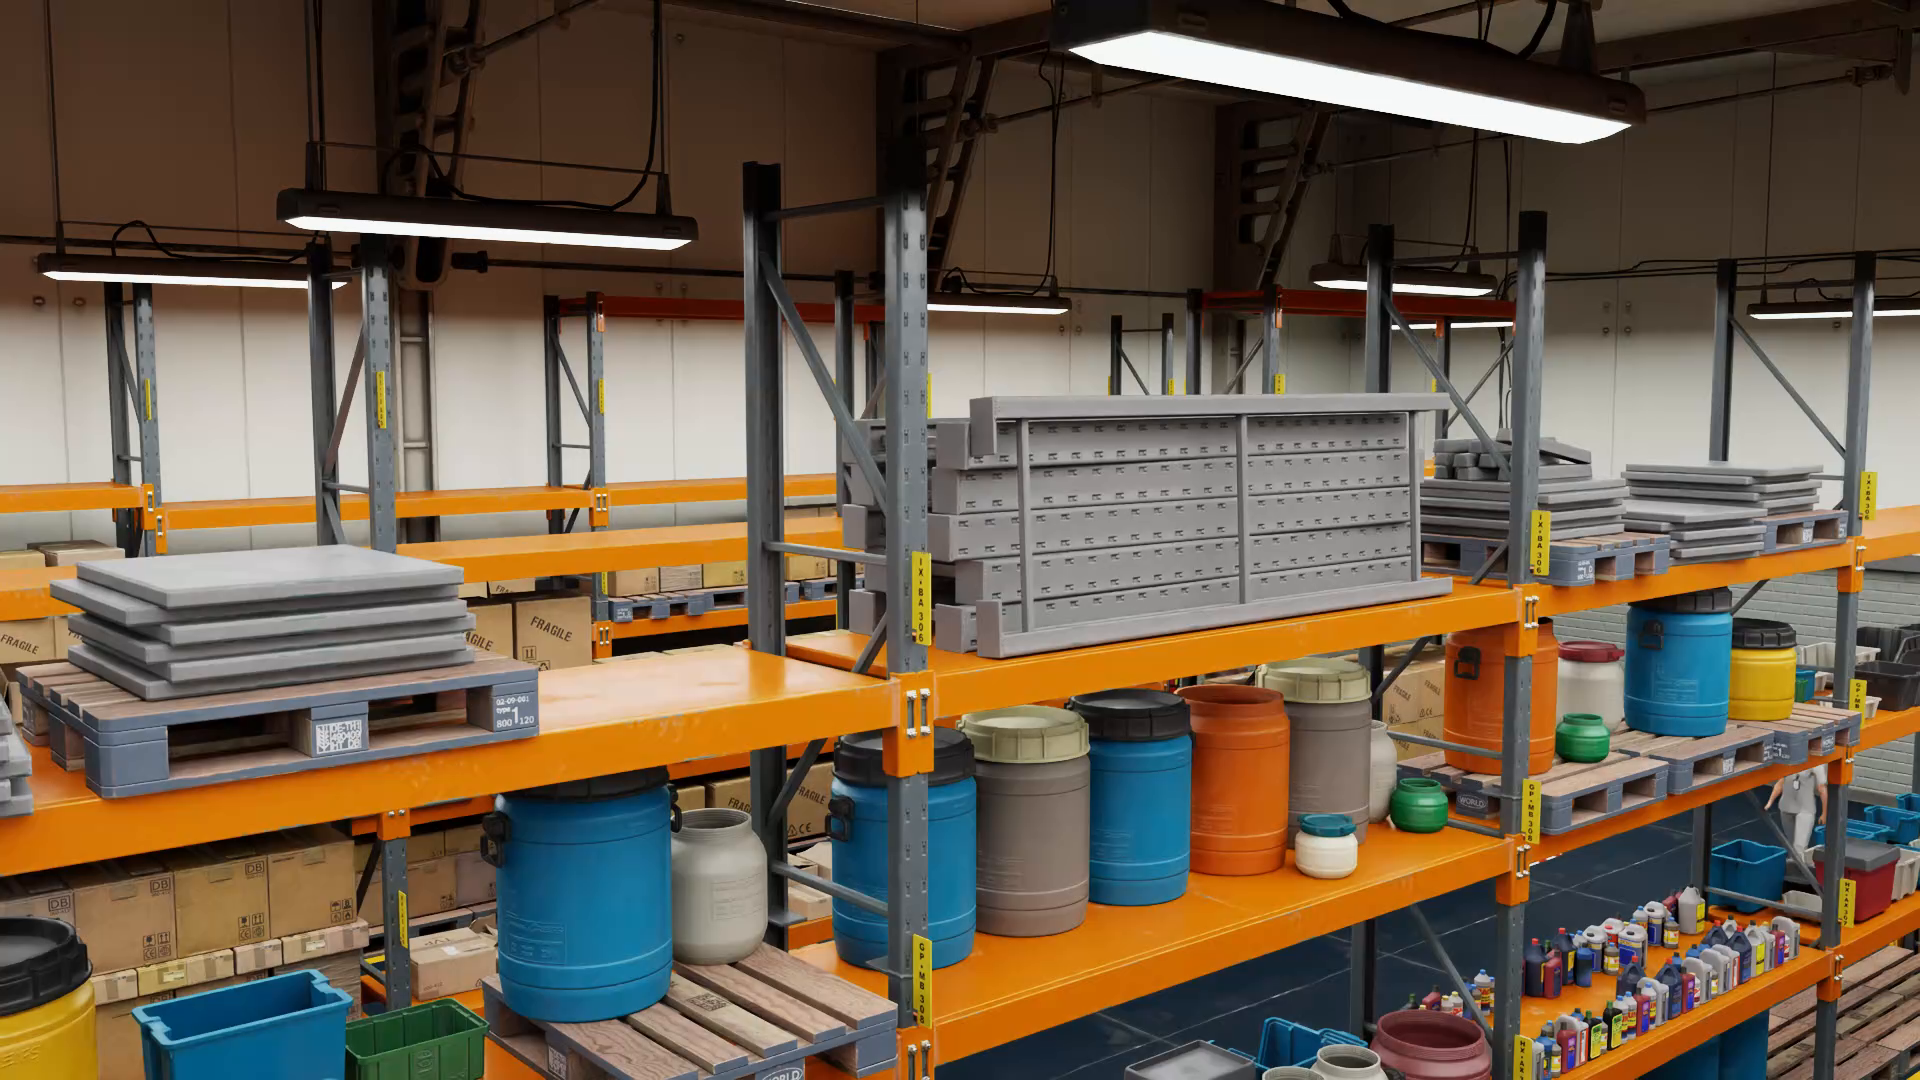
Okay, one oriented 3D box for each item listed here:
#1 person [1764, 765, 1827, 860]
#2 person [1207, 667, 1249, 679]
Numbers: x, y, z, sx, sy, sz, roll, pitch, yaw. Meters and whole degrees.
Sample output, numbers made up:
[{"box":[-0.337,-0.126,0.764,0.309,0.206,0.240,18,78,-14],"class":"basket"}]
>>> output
[{"box":[8.413,2.723,16.754,1.040,1.604,0.573,-5,7,-43],"class":"person"},{"box":[3.559,2.135,22.361,0.641,1.779,0.545,2,6,16],"class":"person"}]
